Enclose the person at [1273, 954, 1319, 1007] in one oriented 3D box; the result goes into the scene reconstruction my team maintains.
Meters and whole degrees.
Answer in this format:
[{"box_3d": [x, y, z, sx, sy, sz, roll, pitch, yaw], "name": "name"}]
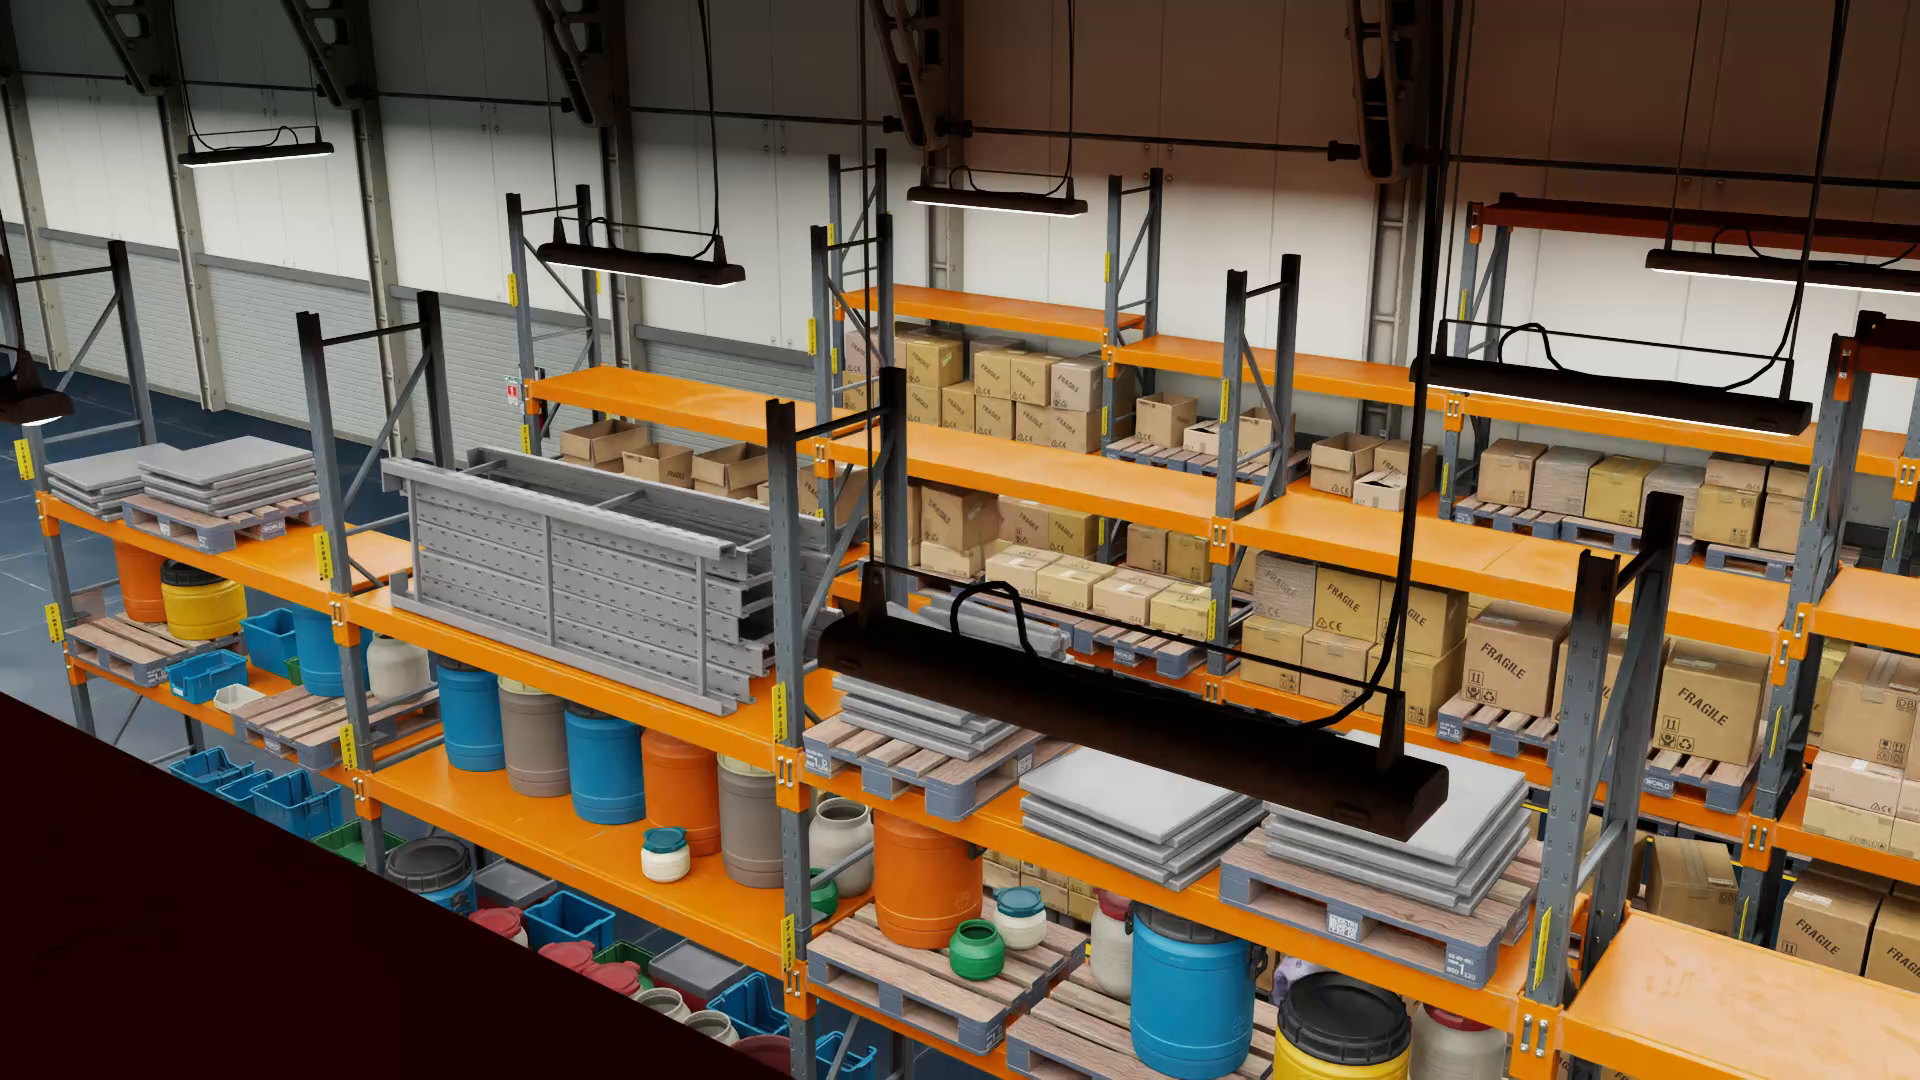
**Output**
[{"box_3d": [2.443, 3.568, 12.225, 1.053, 1.385, 0.530, 12, 22, 32], "name": "person"}]
